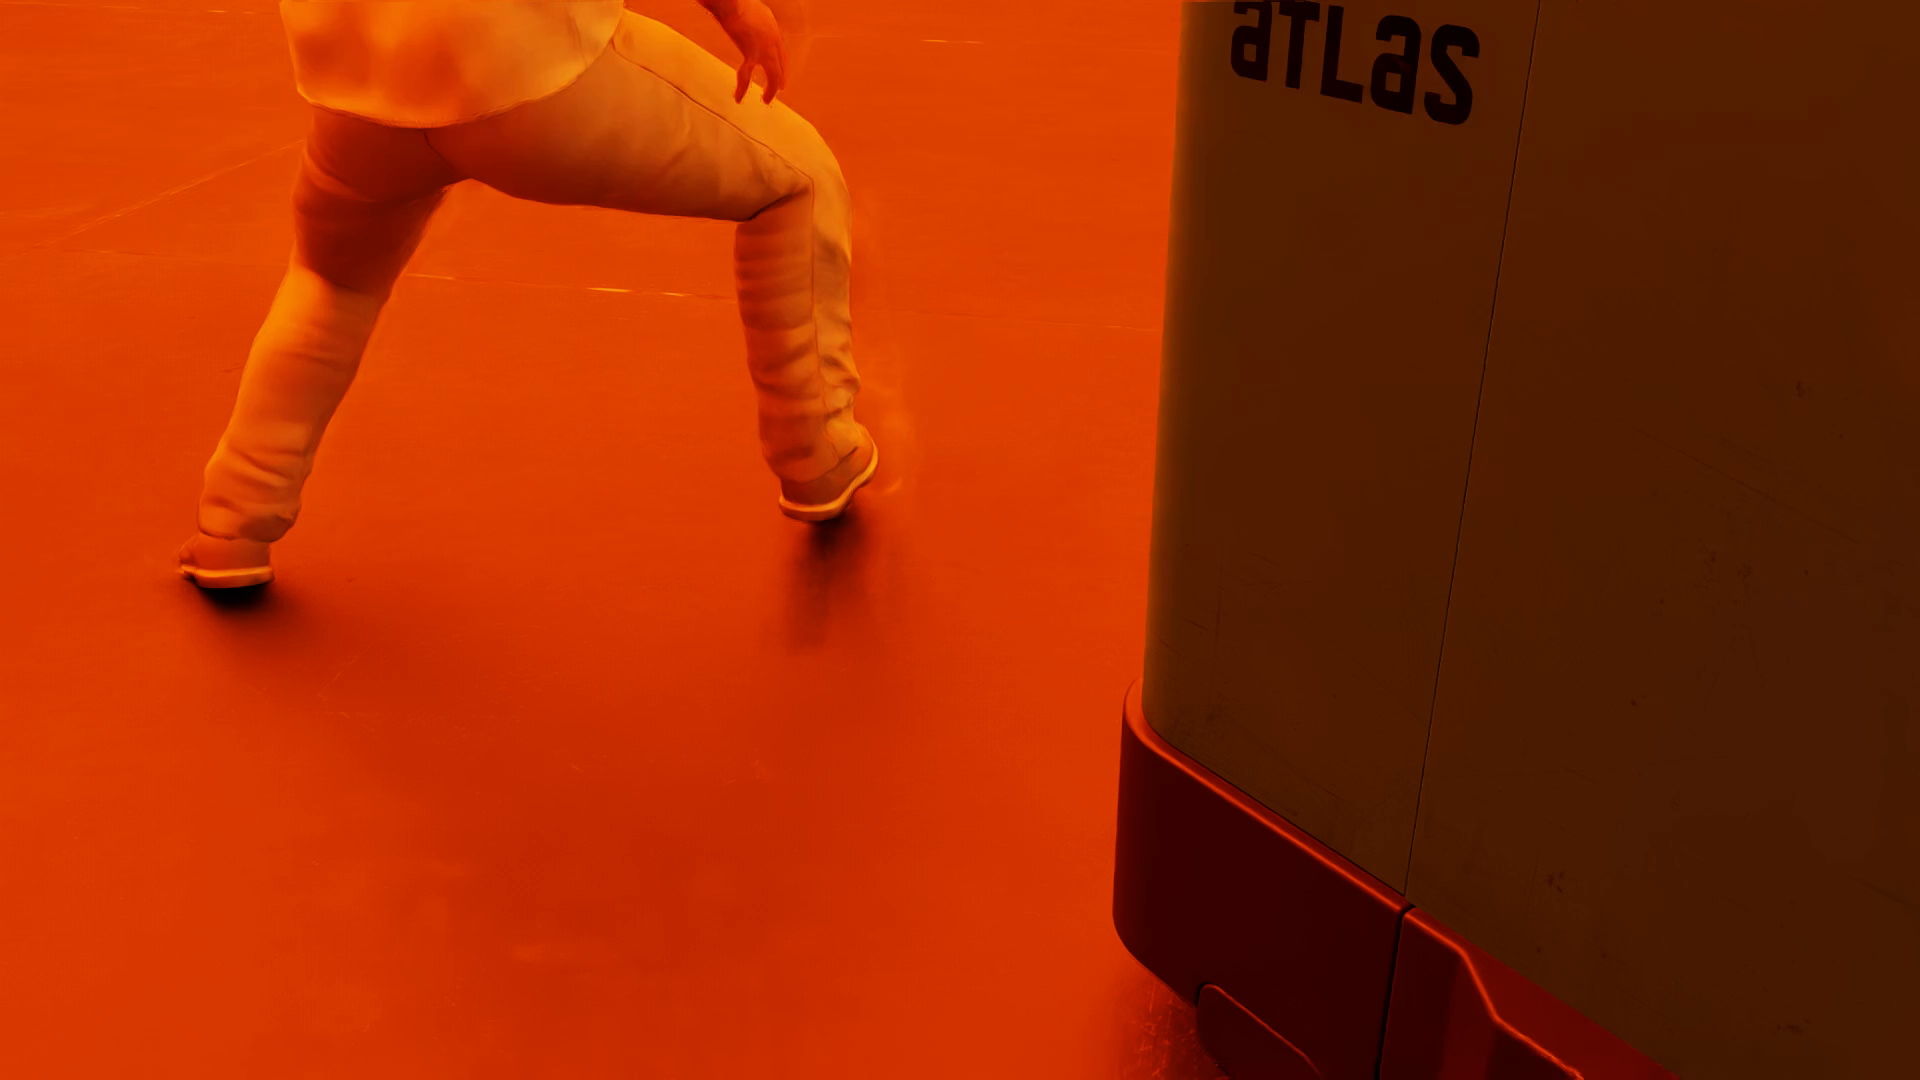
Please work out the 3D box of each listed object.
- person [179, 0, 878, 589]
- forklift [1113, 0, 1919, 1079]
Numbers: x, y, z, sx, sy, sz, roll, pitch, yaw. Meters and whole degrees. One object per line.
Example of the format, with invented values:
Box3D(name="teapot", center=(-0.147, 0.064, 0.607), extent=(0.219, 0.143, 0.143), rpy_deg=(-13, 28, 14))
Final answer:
Box3D(name="person", center=(-0.656, -0.674, 2.213), extent=(0.928, 1.541, 0.779), rpy_deg=(12, 29, 22))
Box3D(name="forklift", center=(1.433, -0.482, 0.202), extent=(1.130, 2.935, 3.031), rpy_deg=(-19, 32, -32))
